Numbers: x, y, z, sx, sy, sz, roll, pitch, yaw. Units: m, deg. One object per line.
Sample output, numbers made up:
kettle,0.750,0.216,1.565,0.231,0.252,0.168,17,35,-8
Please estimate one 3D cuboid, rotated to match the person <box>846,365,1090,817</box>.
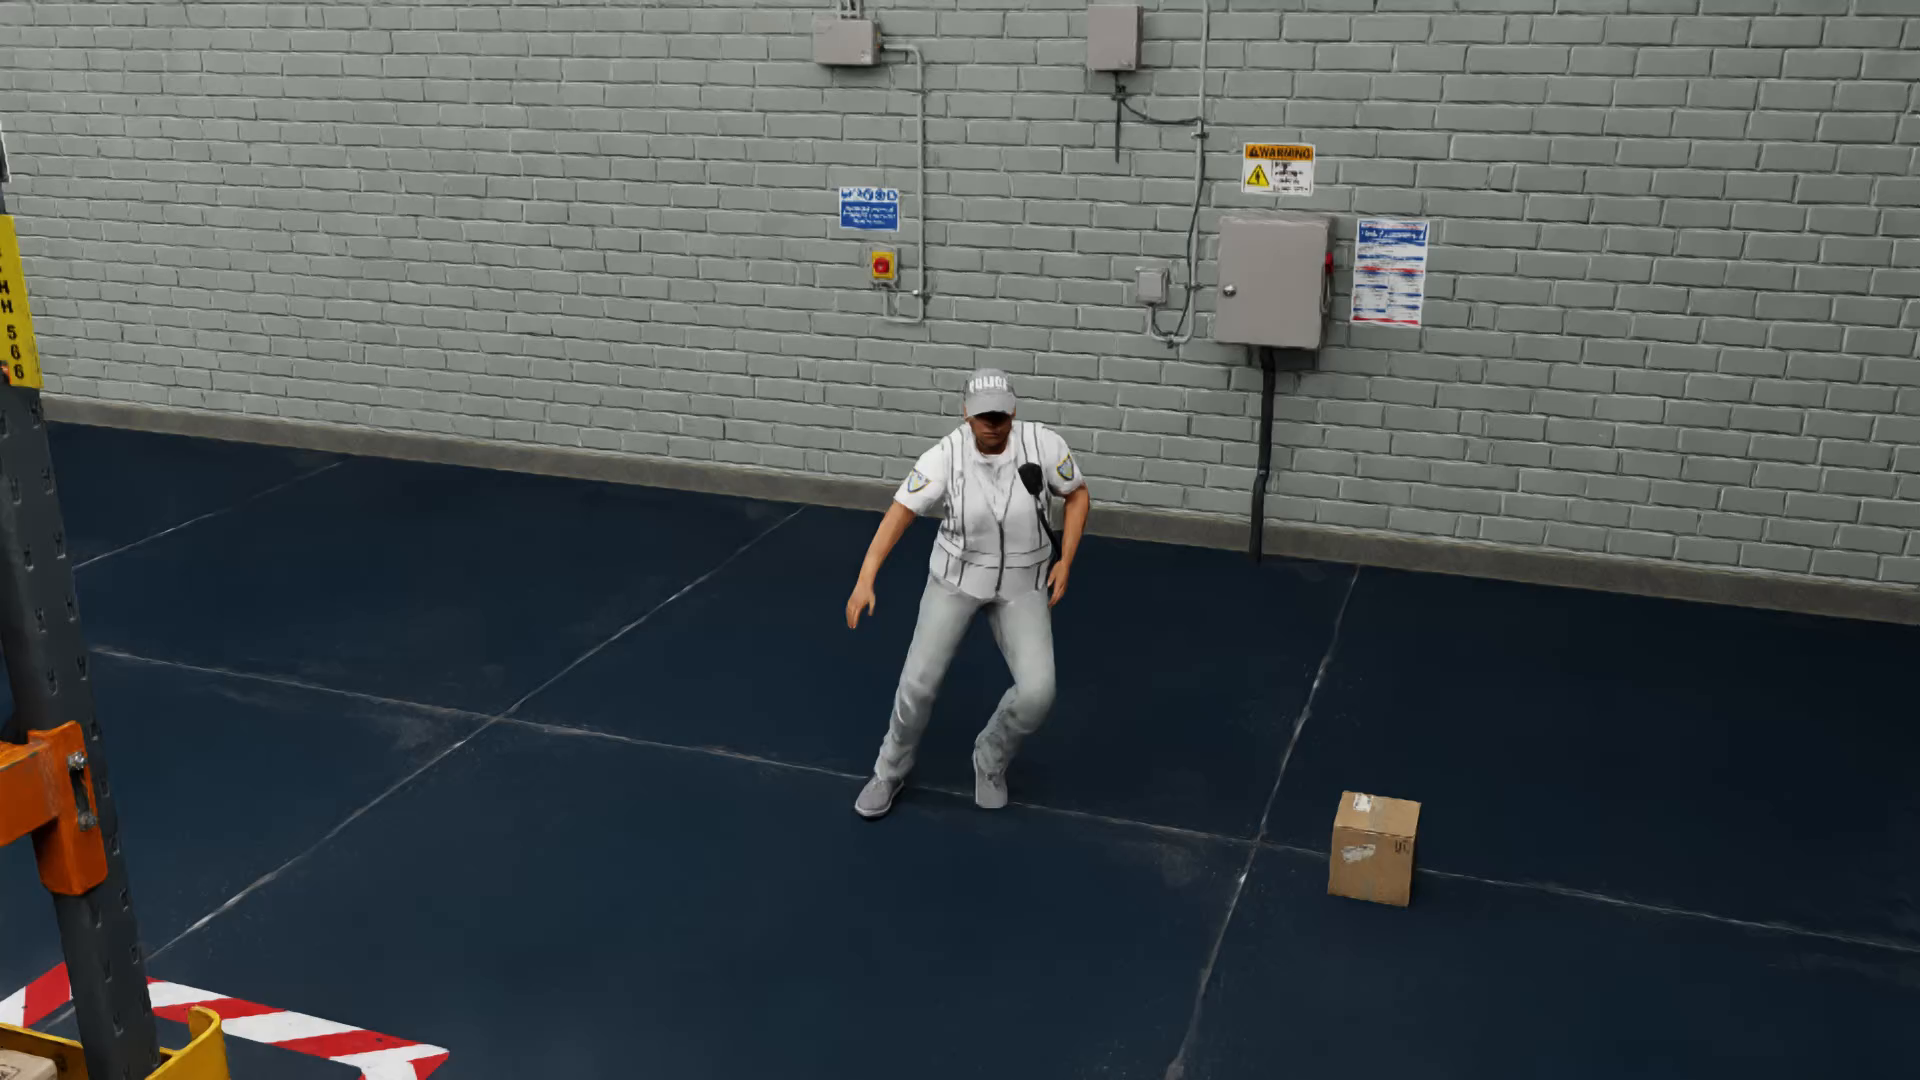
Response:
person,0.026,0.186,5.731,0.864,1.618,0.523,-3,19,-8
